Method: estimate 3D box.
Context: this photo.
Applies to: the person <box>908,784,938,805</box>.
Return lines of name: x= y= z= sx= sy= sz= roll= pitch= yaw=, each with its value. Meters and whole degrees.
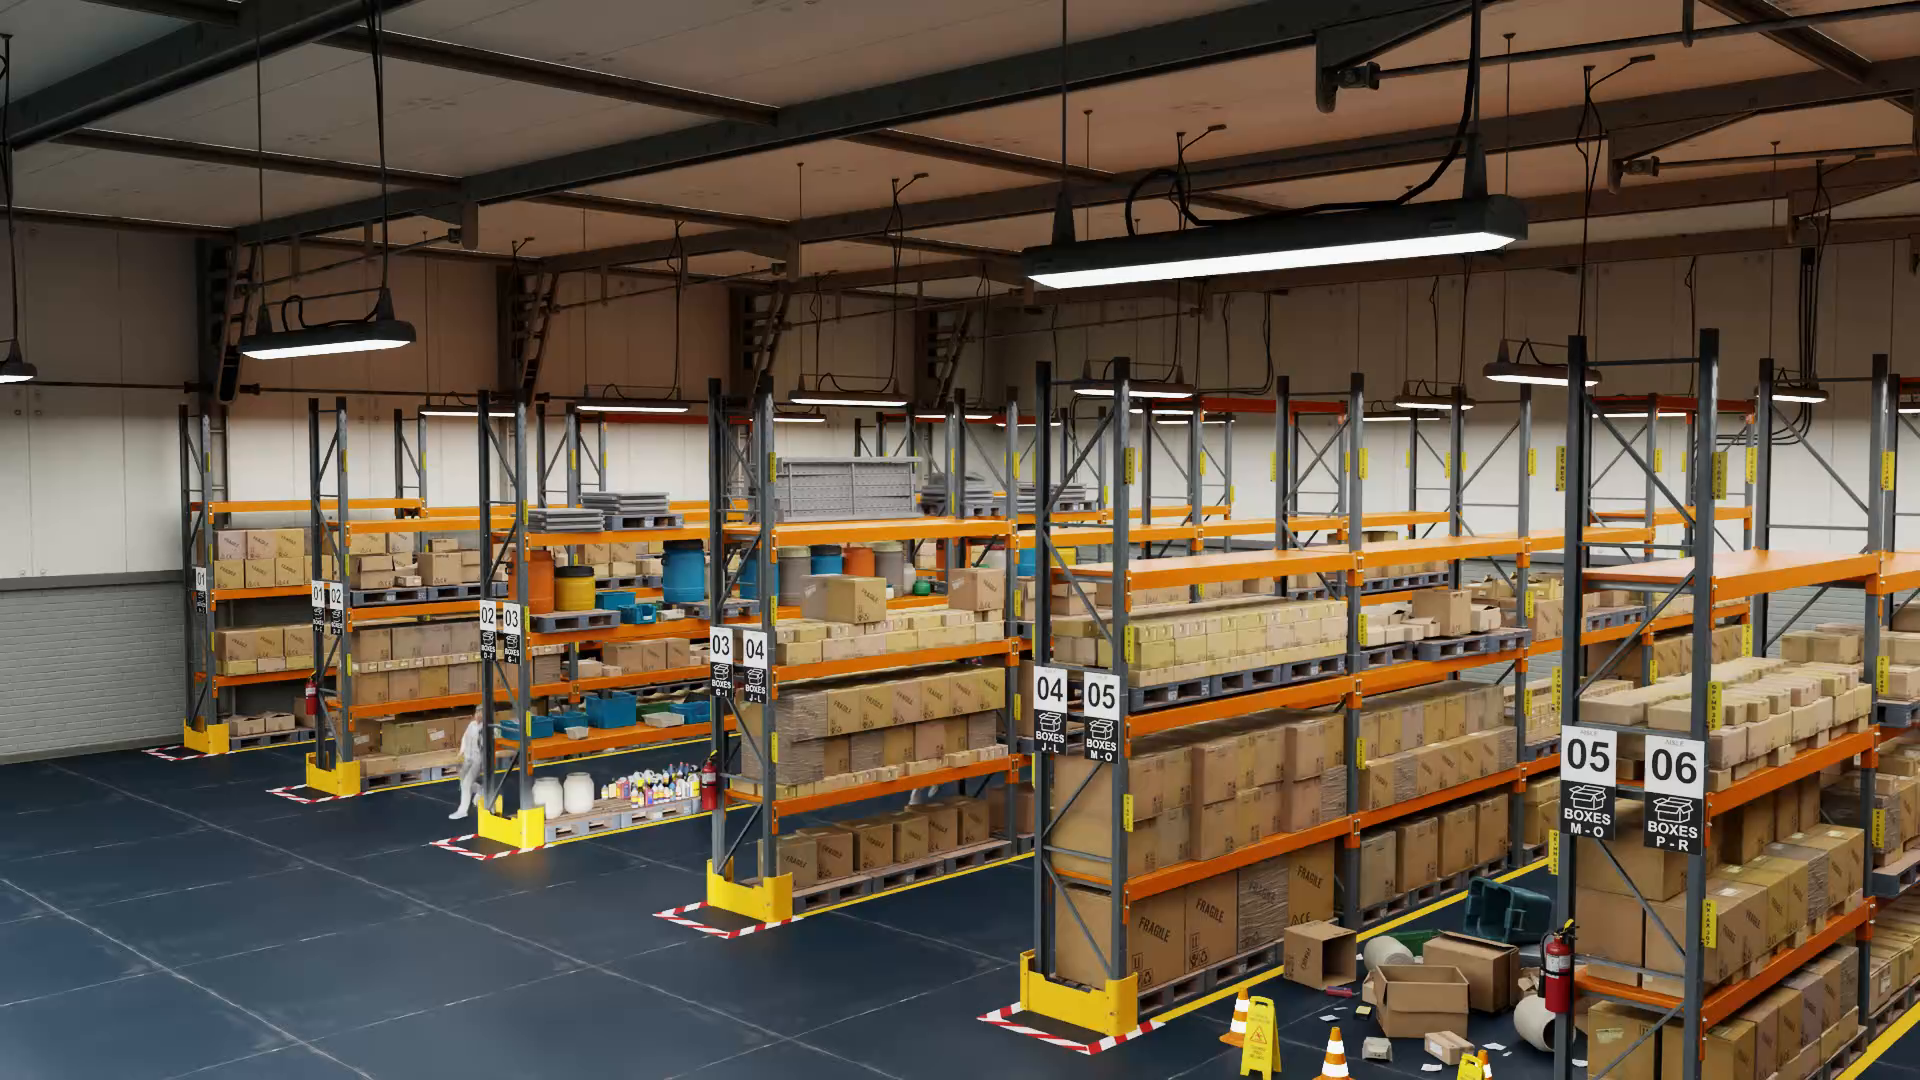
person: x=-0.506 y=3.035 z=24.048 sx=0.722 sy=1.765 sz=0.955 roll=2 pitch=4 yaw=40

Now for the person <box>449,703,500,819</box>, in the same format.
person: x=-6.818 y=3.105 z=23.562 sx=0.668 sy=1.632 sz=0.700 roll=1 pitch=3 yaw=25
